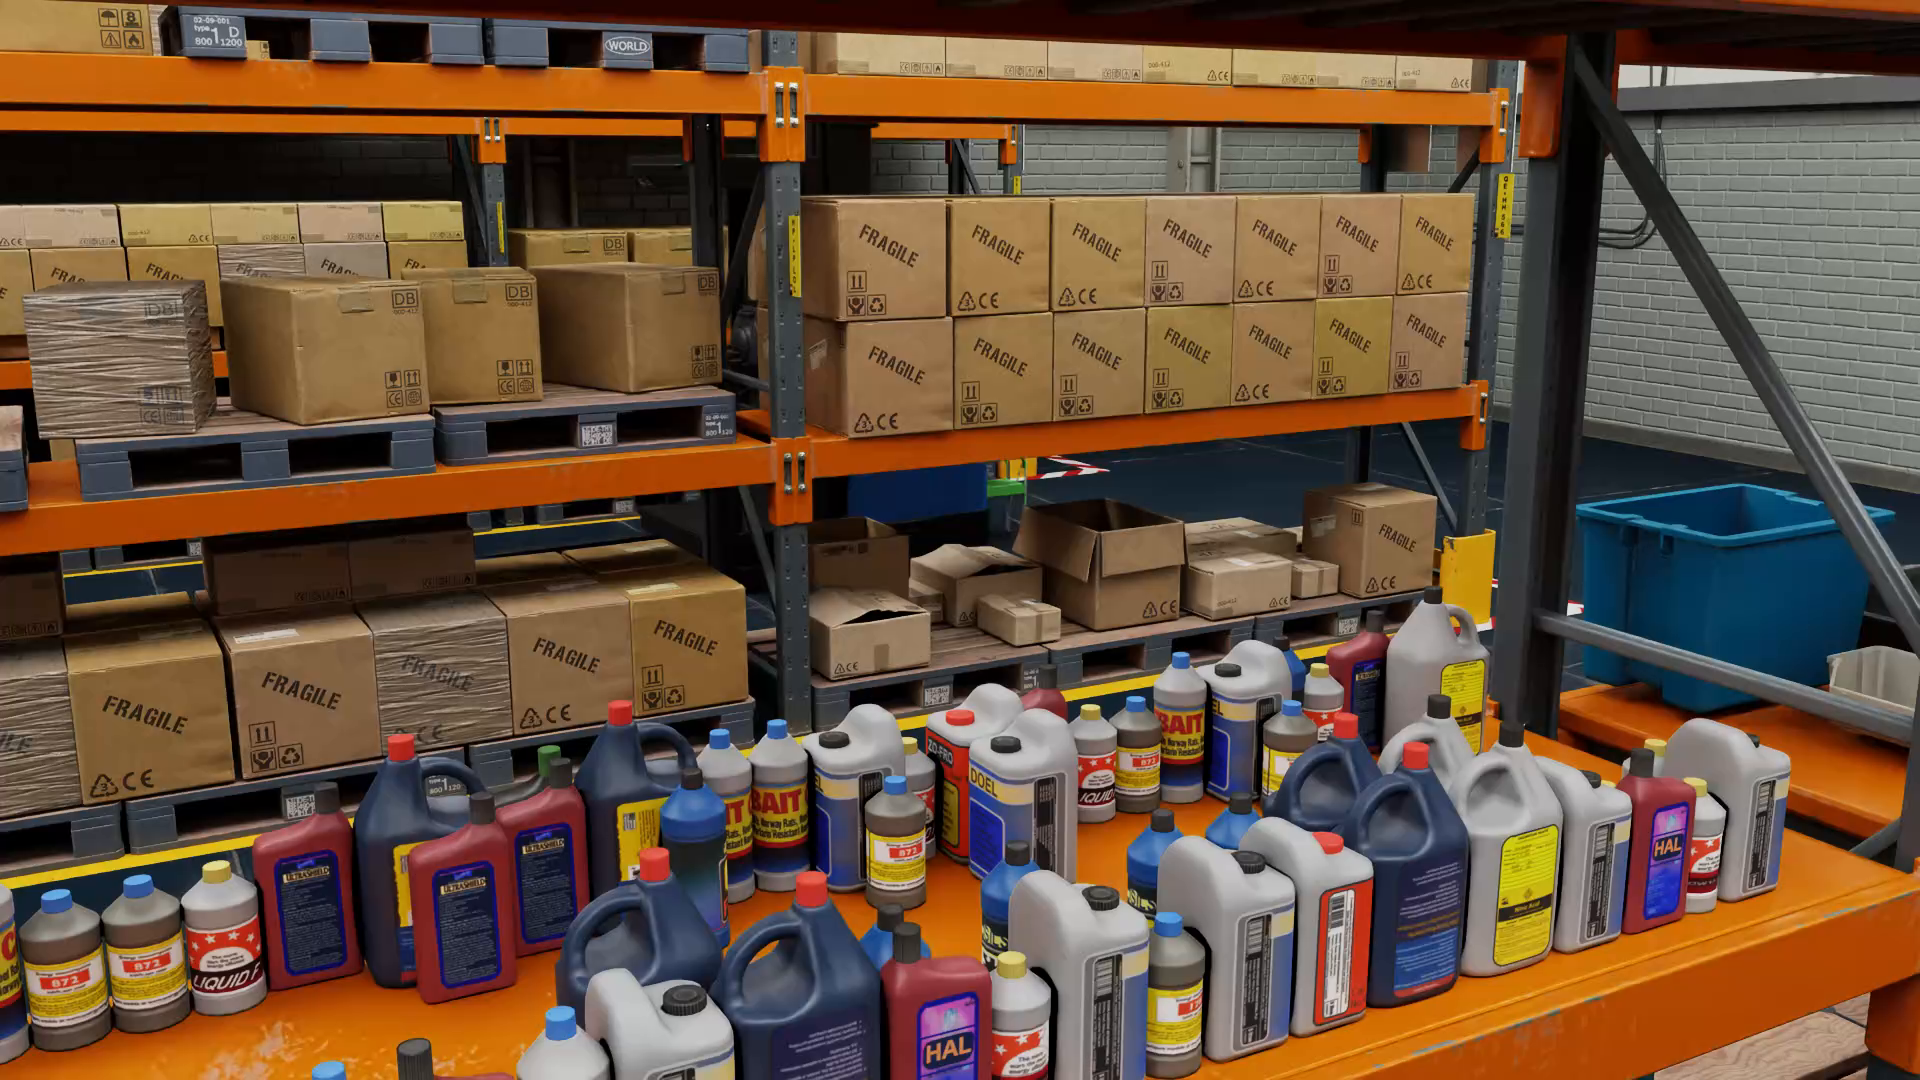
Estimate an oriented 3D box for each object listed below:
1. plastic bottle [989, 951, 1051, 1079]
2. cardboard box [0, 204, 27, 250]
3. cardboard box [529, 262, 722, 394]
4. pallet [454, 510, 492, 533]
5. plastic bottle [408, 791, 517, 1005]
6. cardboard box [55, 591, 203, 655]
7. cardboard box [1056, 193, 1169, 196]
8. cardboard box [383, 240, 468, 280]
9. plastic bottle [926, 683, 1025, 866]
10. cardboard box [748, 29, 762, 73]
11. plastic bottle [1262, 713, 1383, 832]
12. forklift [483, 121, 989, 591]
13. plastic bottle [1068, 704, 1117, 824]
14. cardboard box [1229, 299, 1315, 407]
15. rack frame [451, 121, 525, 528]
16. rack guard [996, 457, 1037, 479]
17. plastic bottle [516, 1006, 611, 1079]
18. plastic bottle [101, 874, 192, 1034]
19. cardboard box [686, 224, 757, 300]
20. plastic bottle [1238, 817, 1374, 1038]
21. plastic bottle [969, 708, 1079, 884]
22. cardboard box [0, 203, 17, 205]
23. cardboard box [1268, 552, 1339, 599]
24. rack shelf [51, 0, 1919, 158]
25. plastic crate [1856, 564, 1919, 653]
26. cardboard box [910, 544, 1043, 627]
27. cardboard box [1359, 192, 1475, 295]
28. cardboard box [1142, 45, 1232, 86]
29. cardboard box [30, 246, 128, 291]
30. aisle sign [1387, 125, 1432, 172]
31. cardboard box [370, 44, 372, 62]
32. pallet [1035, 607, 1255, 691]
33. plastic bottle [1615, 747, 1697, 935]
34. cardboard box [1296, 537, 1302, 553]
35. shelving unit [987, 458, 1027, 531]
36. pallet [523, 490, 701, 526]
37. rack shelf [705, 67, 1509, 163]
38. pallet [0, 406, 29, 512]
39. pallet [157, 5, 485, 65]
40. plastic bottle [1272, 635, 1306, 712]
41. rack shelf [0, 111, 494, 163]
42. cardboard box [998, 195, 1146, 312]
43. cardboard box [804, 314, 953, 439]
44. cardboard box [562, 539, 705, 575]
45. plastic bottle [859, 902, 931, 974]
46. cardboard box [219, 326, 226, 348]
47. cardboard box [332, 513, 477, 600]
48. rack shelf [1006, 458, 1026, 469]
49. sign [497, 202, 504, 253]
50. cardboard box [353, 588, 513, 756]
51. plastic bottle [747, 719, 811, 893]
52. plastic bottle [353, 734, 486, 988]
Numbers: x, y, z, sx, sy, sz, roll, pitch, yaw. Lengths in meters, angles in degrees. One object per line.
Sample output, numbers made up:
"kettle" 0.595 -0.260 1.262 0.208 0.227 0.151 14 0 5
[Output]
"plastic bottle" 0.063 0.605 2.041 0.097 0.201 0.097 0 13 0
"cardboard box" -5.837 -1.856 9.864 0.500 0.250 0.500 -7 14 -29
"cardboard box" -1.465 -0.945 7.292 0.700 0.500 0.500 11 17 41
"pallet" -3.960 -0.196 11.500 1.213 0.211 1.003 -7 14 -28
"plastic bottle" -0.698 0.498 2.330 0.133 0.283 0.061 -7 14 -28
"cardboard box" -3.291 0.530 6.615 0.500 0.500 0.500 -7 15 -30
"cardboard box" 0.711 -1.498 8.427 0.500 0.500 0.500 -7 14 -28
"cardboard box" -3.604 -1.759 11.141 0.500 0.500 0.500 -7 15 -29
"plastic bottle" 0.026 0.390 2.826 0.135 0.276 0.152 -7 14 -28
"cardboard box" -0.643 -2.191 7.521 0.500 0.250 0.500 -7 14 -28
"plastic bottle" 0.546 0.432 2.468 0.185 0.351 0.144 -7 14 -28
"forklift" -1.333 -1.246 9.970 3.031 2.935 1.130 -8 15 -31
"plastic bottle" 0.232 0.395 2.974 0.097 0.201 0.097 0 13 0
"cardboard box" 1.412 -0.961 8.321 0.500 0.500 0.500 -7 14 -27
"rack frame" -3.319 -1.652 11.619 0.127 3.000 1.000 -7 14 -28
"rack guard" 0.213 -0.856 13.774 0.348 0.500 1.175 -7 14 -28
"plastic bottle" -0.420 0.629 1.776 0.097 0.271 0.097 0 13 0
"plastic bottle" -1.107 0.556 2.261 0.097 0.201 0.097 0 13 0
"cardboard box" -1.558 -2.007 12.511 0.700 0.700 0.980 -8 15 -31
"plastic bottle" 0.473 0.513 2.281 0.135 0.276 0.152 -7 14 -28
"plastic bottle" 0.099 0.420 2.696 0.135 0.276 0.152 -7 14 -28
"cardboard box" -6.100 -1.952 10.294 0.500 0.250 0.500 -7 15 -30
"cardboard box" 1.811 0.179 8.934 0.250 0.166 0.380 -7 14 -28
"rack shelf" -0.328 -0.645 1.950 4.000 0.370 1.077 -7 14 -28
"plastic crate" 2.281 0.192 3.912 0.590 0.125 0.437 -7 14 -28
"cardboard box" 0.080 0.206 8.485 0.500 0.311 0.500 -7 14 -28
"cardboard box" 2.310 -1.556 8.684 0.500 0.500 0.500 -7 14 -28
"cardboard box" 0.921 -2.249 7.781 0.500 0.250 0.500 -7 14 -28
"cardboard box" -5.381 -1.542 10.179 0.500 0.500 0.500 -7 14 -28
"aisle sign" 2.488 -2.451 9.246 0.004 0.787 0.394 -7 14 -28
"cardboard box" -4.144 -3.308 10.913 0.500 0.500 0.700 -8 15 -31
"pallet" 0.733 0.461 8.579 1.213 0.211 1.003 -7 14 -28
"plastic bottle" 1.055 0.451 2.540 0.133 0.283 0.061 -7 14 -28
"cardboard box" 1.817 0.053 9.493 0.250 0.166 0.380 -7 14 -28
"shelving unit" 0.173 -0.609 11.081 0.503 1.200 0.258 -7 15 -30
"pallet" -2.614 -0.357 12.213 1.213 0.211 1.003 -7 14 -28
"rack shelf" 0.813 -2.021 8.063 4.000 0.370 1.077 -7 14 -28
"pallet" -3.892 -0.268 5.907 1.003 0.211 1.213 -7 14 -28
"pallet" -2.457 -1.905 6.338 1.003 0.211 1.213 -7 14 -28
"plastic bottle" 0.606 0.316 3.166 0.097 0.271 0.097 0 13 0
"rack shelf" -5.075 -2.554 10.434 4.000 0.370 1.077 -7 14 -28
"cardboard box" 0.510 -1.338 7.719 0.500 0.500 0.500 -7 15 -30
"cardboard box" -0.365 -0.748 7.373 0.500 0.500 0.500 -6 14 -26
"cardboard box" -1.484 0.311 7.587 0.500 0.500 0.500 -8 15 -30
"plastic bottle" -0.083 0.573 2.023 0.097 0.271 0.097 0 13 0
"cardboard box" -4.616 -1.324 10.687 0.250 0.149 0.380 -7 15 -29
"cardboard box" -2.362 0.050 7.038 0.500 0.250 0.500 -7 14 -28
"rack shelf" 0.173 -0.546 11.095 0.480 0.148 0.258 -7 15 -30
"sign" -3.051 -2.075 11.040 0.005 0.325 0.100 -7 14 -28
"cardboard box" -2.117 0.517 6.671 0.500 0.500 0.500 -7 14 -27
"plastic bottle" -0.292 0.424 2.687 0.097 0.271 0.097 0 13 0
"plastic bottle" -0.770 0.448 2.398 0.185 0.351 0.144 -7 14 -28
